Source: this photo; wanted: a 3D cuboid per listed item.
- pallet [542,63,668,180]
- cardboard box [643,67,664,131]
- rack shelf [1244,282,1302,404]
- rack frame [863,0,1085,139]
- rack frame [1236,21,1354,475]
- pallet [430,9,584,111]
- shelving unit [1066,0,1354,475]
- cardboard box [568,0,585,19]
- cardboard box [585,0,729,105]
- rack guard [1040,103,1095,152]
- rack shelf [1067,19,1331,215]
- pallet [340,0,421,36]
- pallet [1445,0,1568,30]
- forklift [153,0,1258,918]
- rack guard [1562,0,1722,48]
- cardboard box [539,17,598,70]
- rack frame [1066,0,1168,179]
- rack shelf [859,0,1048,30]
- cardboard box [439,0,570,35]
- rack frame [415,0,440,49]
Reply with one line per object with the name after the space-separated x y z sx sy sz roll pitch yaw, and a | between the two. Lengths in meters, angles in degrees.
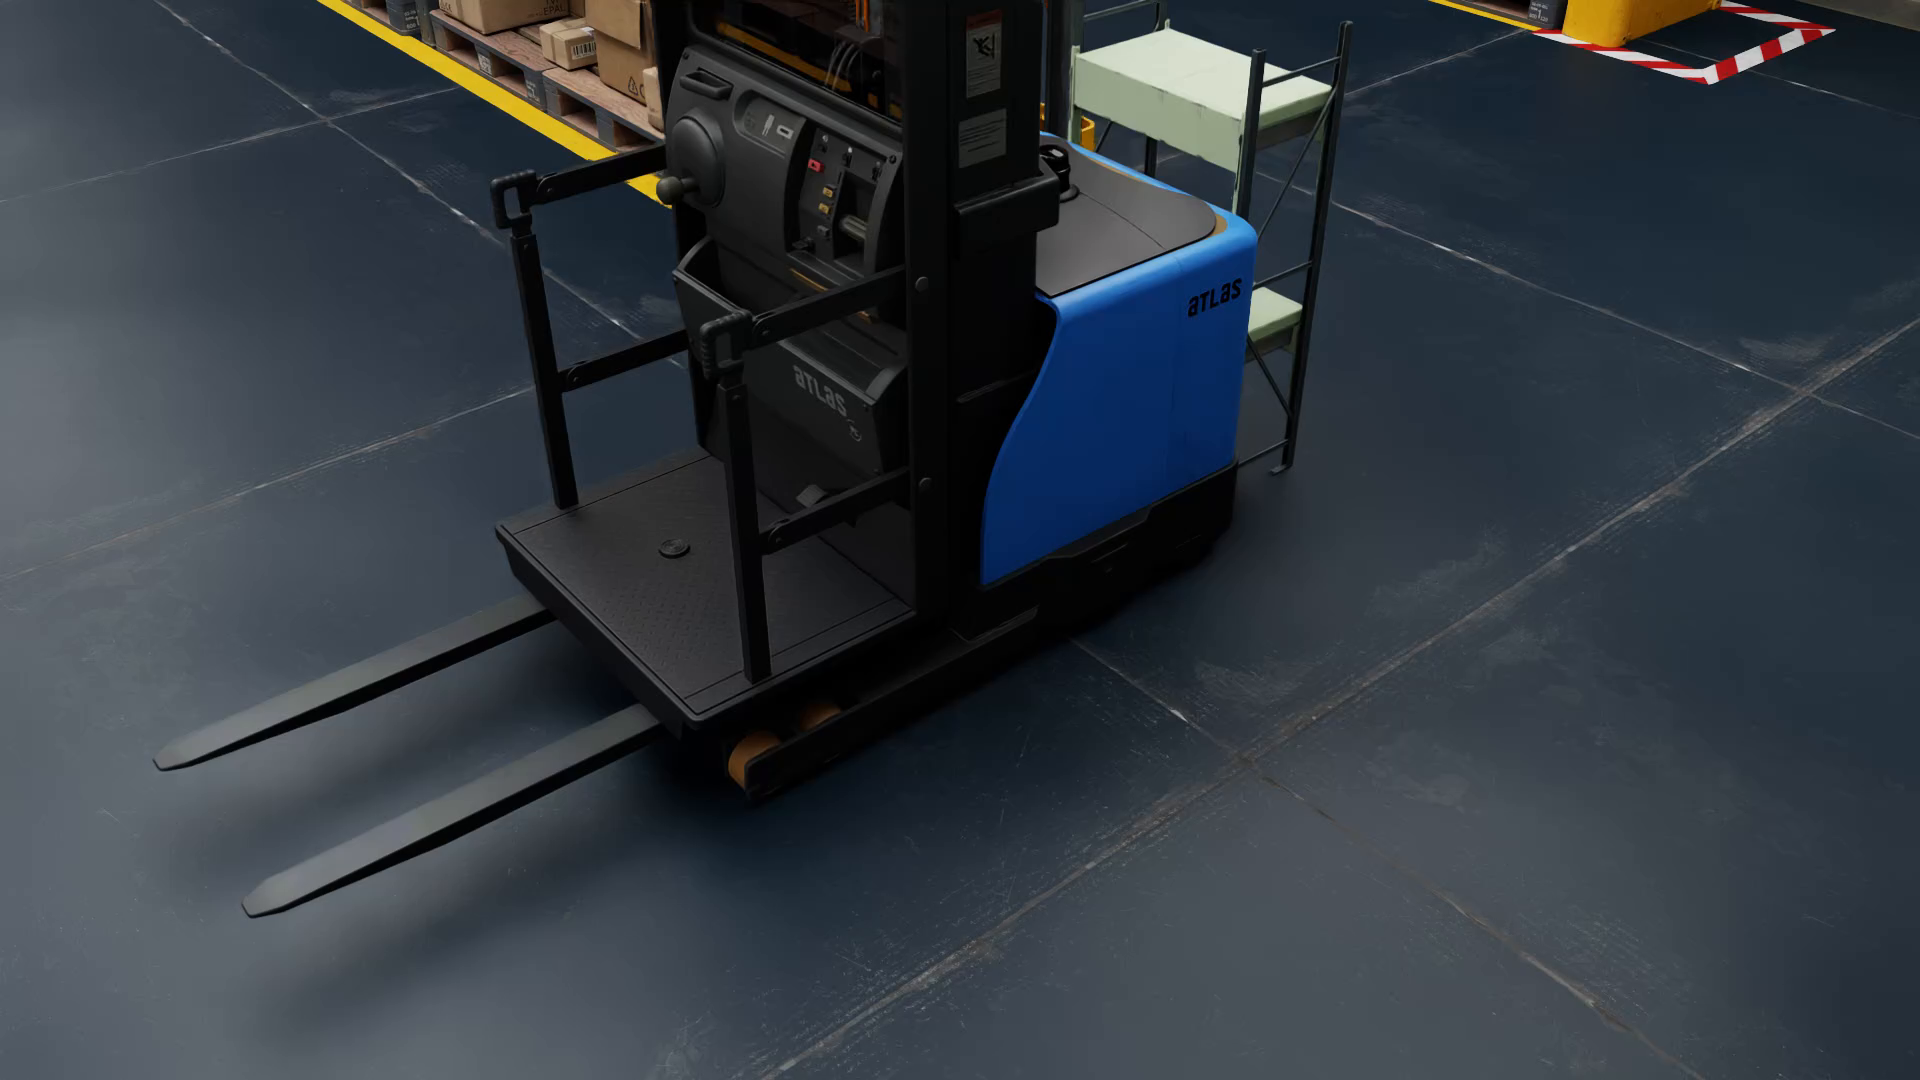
-1.280 -2.119 8.059 1.003 0.211 1.213 -26 43 -32 | pallet
-1.062 -1.970 7.434 0.500 0.250 0.500 -26 43 -32 | cardboard box
0.728 -0.691 5.492 0.431 0.370 0.720 -25 42 -31 | rack shelf
0.067 -2.333 5.949 1.000 3.000 0.127 -26 43 -32 | rack frame
0.959 -0.793 5.072 0.400 1.500 0.023 -25 42 -31 | rack frame
-2.072 -2.658 8.820 1.003 0.211 1.213 -26 43 -32 | pallet
0.728 -0.957 5.304 0.431 1.500 0.755 -25 42 -31 | shelving unit
-1.930 -3.113 8.832 0.500 0.500 0.500 -26 43 -32 | cardboard box
-1.298 -2.433 7.869 0.797 0.503 0.637 -26 43 -32 | cardboard box
0.018 -1.347 6.719 1.175 0.500 0.348 -26 43 -32 | rack guard
0.728 -1.276 5.078 0.431 0.370 0.720 -25 42 -31 | rack shelf
-3.068 -3.306 9.736 1.003 0.211 1.213 -26 43 -32 | pallet
3.273 -3.368 9.824 1.003 0.211 1.213 -26 43 -32 | pallet
-0.610 -0.879 3.956 3.031 2.935 1.130 -25 42 -31 | forklift
3.864 -3.152 9.268 1.175 0.500 0.348 -26 43 -32 | rack guard
-1.843 -2.479 8.225 0.380 0.166 0.250 -26 43 -32 | cardboard box
0.497 -1.121 5.535 0.400 1.500 0.023 -25 42 -31 | rack frame
-1.224 -2.923 7.404 1.077 0.370 4.000 -26 43 -32 | rack shelf
-2.409 -2.916 8.717 0.500 0.311 0.500 -26 43 -32 | cardboard box
-2.514 -4.099 8.443 1.000 3.000 0.127 -26 43 -32 | rack frame
